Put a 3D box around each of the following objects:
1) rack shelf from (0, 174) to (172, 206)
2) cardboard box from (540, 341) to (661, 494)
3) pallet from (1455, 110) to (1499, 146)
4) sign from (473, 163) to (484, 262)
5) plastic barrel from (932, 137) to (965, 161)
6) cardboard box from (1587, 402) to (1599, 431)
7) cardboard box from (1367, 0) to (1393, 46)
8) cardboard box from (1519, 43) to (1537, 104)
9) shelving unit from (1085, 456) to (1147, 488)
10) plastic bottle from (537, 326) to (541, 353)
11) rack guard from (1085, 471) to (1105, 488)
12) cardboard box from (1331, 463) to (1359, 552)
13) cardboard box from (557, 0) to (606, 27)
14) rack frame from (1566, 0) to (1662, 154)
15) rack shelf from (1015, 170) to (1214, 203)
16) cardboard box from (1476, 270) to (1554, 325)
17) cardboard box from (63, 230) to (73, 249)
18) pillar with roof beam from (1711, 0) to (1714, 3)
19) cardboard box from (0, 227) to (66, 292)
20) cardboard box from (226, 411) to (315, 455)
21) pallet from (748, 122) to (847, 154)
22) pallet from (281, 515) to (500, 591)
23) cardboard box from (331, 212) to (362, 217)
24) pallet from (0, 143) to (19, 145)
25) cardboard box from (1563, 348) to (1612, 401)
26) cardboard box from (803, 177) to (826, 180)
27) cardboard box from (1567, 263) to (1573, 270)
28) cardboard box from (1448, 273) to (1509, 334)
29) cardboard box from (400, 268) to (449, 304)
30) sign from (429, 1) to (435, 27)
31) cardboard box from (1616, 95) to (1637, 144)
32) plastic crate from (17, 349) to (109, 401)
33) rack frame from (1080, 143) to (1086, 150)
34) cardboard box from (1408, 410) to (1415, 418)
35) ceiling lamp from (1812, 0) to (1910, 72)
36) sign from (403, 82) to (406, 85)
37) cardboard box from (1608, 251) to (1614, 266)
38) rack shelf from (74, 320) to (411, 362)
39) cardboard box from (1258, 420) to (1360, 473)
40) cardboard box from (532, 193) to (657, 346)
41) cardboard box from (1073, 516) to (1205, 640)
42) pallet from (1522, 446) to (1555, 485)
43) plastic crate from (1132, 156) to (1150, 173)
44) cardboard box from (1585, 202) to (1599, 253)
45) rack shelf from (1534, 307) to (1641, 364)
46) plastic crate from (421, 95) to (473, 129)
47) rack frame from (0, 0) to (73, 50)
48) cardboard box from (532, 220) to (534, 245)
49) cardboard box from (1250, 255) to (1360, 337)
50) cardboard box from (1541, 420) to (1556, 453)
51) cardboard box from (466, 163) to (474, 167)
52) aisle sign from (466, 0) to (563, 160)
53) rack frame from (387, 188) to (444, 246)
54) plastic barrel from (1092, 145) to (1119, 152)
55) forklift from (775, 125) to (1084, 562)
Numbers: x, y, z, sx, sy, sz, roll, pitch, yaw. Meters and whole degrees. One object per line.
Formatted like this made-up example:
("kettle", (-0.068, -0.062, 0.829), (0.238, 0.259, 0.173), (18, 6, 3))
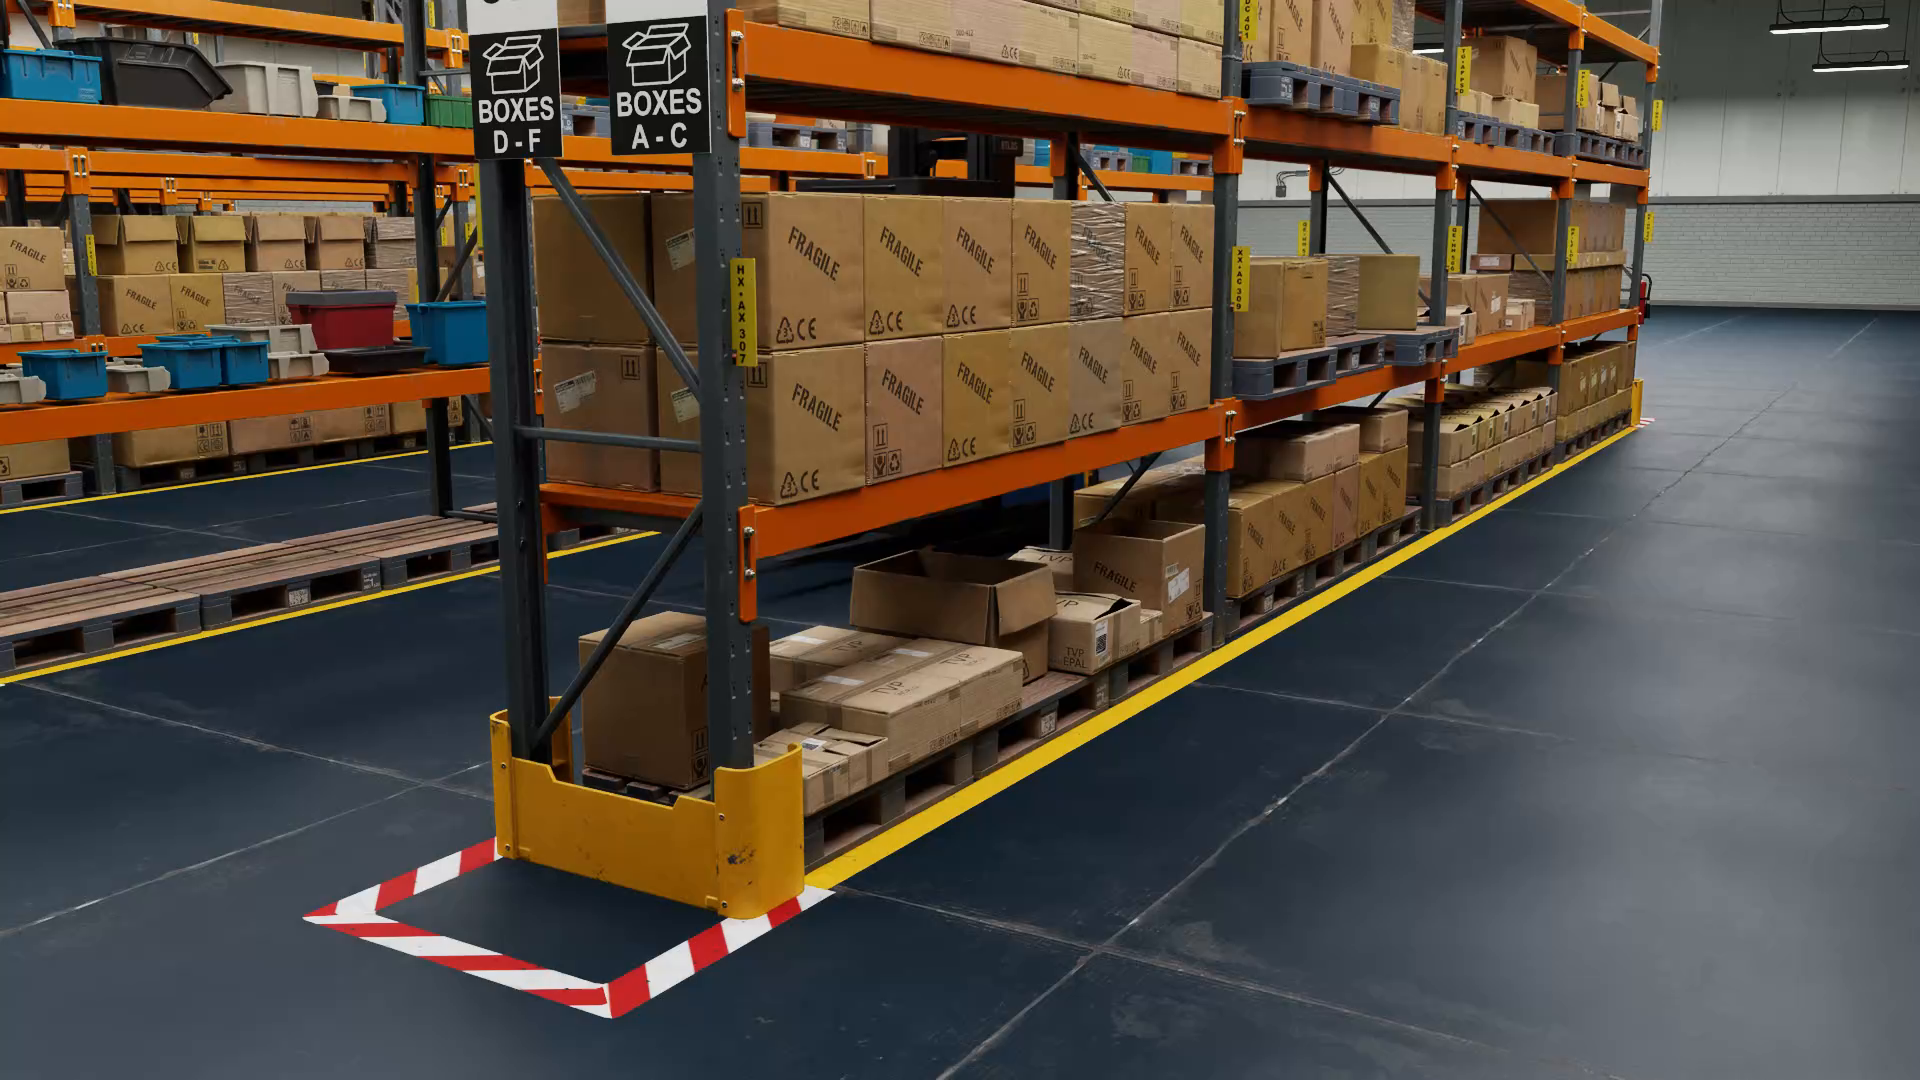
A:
("rack shelf", (-10.662, -3.821, 17.929), (1.077, 0.370, 4.000), (6, 12, 31))
("cardboard box", (-1.126, -0.465, 5.930), (0.500, 0.500, 0.500), (7, 13, 32))
("pallet", (3.304, -3.075, 12.502), (1.213, 0.211, 1.003), (7, 13, 33))
("sign", (-1.590, -1.100, 5.589), (0.100, 0.325, 0.005), (6, 12, 31))
("plastic barrel", (-0.252, -3.948, 15.489), (0.600, 0.830, 0.708), (6, 12, 31))
("cardboard box", (6.132, -1.262, 16.789), (0.500, 0.250, 0.500), (6, 12, 31))
("cardboard box", (2.531, -3.445, 10.976), (0.500, 0.500, 0.500), (6, 12, 31))
("cardboard box", (4.750, -4.089, 14.637), (0.500, 0.500, 0.500), (7, 12, 31))
("shelving unit", (0.952, -0.940, 12.812), (0.587, 1.500, 1.083), (8, 13, 38))
("plastic bottle", (-3.046, -1.466, 12.089), (0.097, 0.201, 0.097), (0, 11, 0))
("rack guard", (1.261, -0.397, 13.310), (0.587, 0.250, 0.087), (8, 13, 38))
("cardboard box", (2.207, -0.231, 10.550), (0.500, 0.500, 0.500), (6, 12, 29))
("cardboard box", (-1.084, -1.826, 5.728), (0.500, 0.250, 0.500), (6, 12, 31))
("rack frame", (7.181, -5.785, 18.313), (1.000, 3.000, 0.127), (6, 12, 31))
("rack shelf", (1.911, -4.116, 19.506), (1.077, 0.370, 4.000), (6, 12, 31))
("cardboard box", (5.329, -2.326, 15.872), (0.700, 0.500, 0.500), (6, 12, 29))
("cardboard box", (-12.675, -4.167, 23.752), (0.500, 0.500, 0.500), (6, 12, 29))
("pillar with roof beam", (23.689, -10.249, 42.158), (9.100, 9.000, 0.548), (6, 12, 31))
("cardboard box", (-7.524, -2.239, 13.238), (0.500, 0.500, 0.500), (7, 13, 32))
("cardboard box", (-6.735, -1.301, 15.299), (1.225, 0.875, 0.875), (6, 12, 29))
("pallet", (-1.685, -3.322, 13.824), (1.003, 0.211, 1.213), (6, 12, 31))
("pallet", (-3.629, 0.067, 10.935), (1.003, 0.211, 1.213), (6, 12, 31))
("cardboard box", (-10.278, -5.146, 27.410), (0.700, 0.500, 0.500), (6, 12, 30))
("pallet", (-7.947, -3.199, 12.893), (1.003, 0.211, 1.213), (6, 12, 31))
("cardboard box", (6.390, -1.709, 17.142), (0.500, 0.500, 0.500), (6, 12, 31))
("cardboard box", (-2.104, -4.845, 21.855), (0.500, 0.250, 0.500), (6, 12, 30))
("cardboard box", (5.672, -2.679, 15.992), (0.380, 0.149, 0.250), (6, 12, 29))
("cardboard box", (4.418, -2.054, 14.417), (0.500, 0.500, 0.500), (7, 13, 35))
("cardboard box", (-5.481, -2.473, 16.653), (0.500, 0.500, 0.500), (7, 13, 32))
("sign", (-7.077, -7.040, 22.267), (0.100, 0.325, 0.005), (6, 12, 31))
("cardboard box", (6.879, -4.546, 18.048), (0.797, 0.503, 0.637), (7, 13, 35))
("plastic crate", (-4.606, -0.852, 8.558), (0.416, 0.233, 0.300), (6, 12, 31))
("rack frame", (0.873, -5.629, 17.484), (1.000, 3.000, 0.127), (6, 12, 31))
("cardboard box", (3.353, -0.897, 13.313), (0.500, 0.311, 0.500), (6, 12, 30))
("ceiling lamp", (21.122, -12.573, 38.709), (2.000, 3.185, 0.800), (6, 12, 31))
("sign", (-3.750, -2.954, 11.321), (0.100, 0.325, 0.005), (6, 12, 31))
("cardboard box", (6.746, -3.005, 17.733), (0.380, 0.149, 0.250), (7, 12, 31))
("rack shelf", (-6.475, -1.857, 15.589), (1.077, 0.370, 4.000), (6, 12, 31))
("cardboard box", (2.189, -0.594, 10.449), (0.500, 0.250, 0.500), (6, 12, 30))
("cardboard box", (-1.130, -0.956, 5.837), (0.500, 0.500, 0.500), (6, 12, 30))
("cardboard box", (0.898, 0.180, 8.351), (0.500, 0.500, 0.500), (6, 12, 31))
("pallet", (4.755, -0.717, 15.123), (1.003, 0.211, 1.213), (6, 12, 31))
("plastic crate", (1.925, -4.273, 18.966), (0.336, 0.188, 0.450), (6, 12, 31))
("cardboard box", (6.111, -3.201, 17.017), (0.700, 0.500, 0.500), (6, 12, 31))
("rack shelf", (6.143, -2.168, 17.251), (1.077, 0.370, 4.000), (6, 12, 31))
("plastic crate", (-3.242, -2.697, 10.549), (0.450, 0.188, 0.662), (6, 12, 31))
("rack frame", (-7.514, -4.844, 13.291), (1.000, 3.000, 0.127), (6, 12, 31))
("cardboard box", (-6.742, -4.472, 24.264), (0.875, 0.550, 0.550), (6, 12, 31))
("cardboard box", (2.159, -1.598, 10.840), (0.700, 0.500, 0.500), (9, 14, 41))
("cardboard box", (5.137, -0.969, 15.223), (0.500, 0.250, 0.500), (6, 12, 30))
("cardboard box", (-4.976, -3.975, 17.206), (0.500, 0.250, 0.500), (7, 12, 32))
("aisle sign", (-1.423, -1.616, 5.284), (0.394, 0.787, 0.004), (6, 12, 31))
("rack frame", (-7.547, -3.644, 23.180), (1.000, 3.000, 0.127), (6, 12, 31))
("plastic barrel", (1.481, -4.754, 18.457), (0.600, 0.901, 0.708), (6, 12, 31))
("forklift", (-0.390, -1.351, 11.118), (1.130, 2.935, 3.031), (8, 13, 38))
